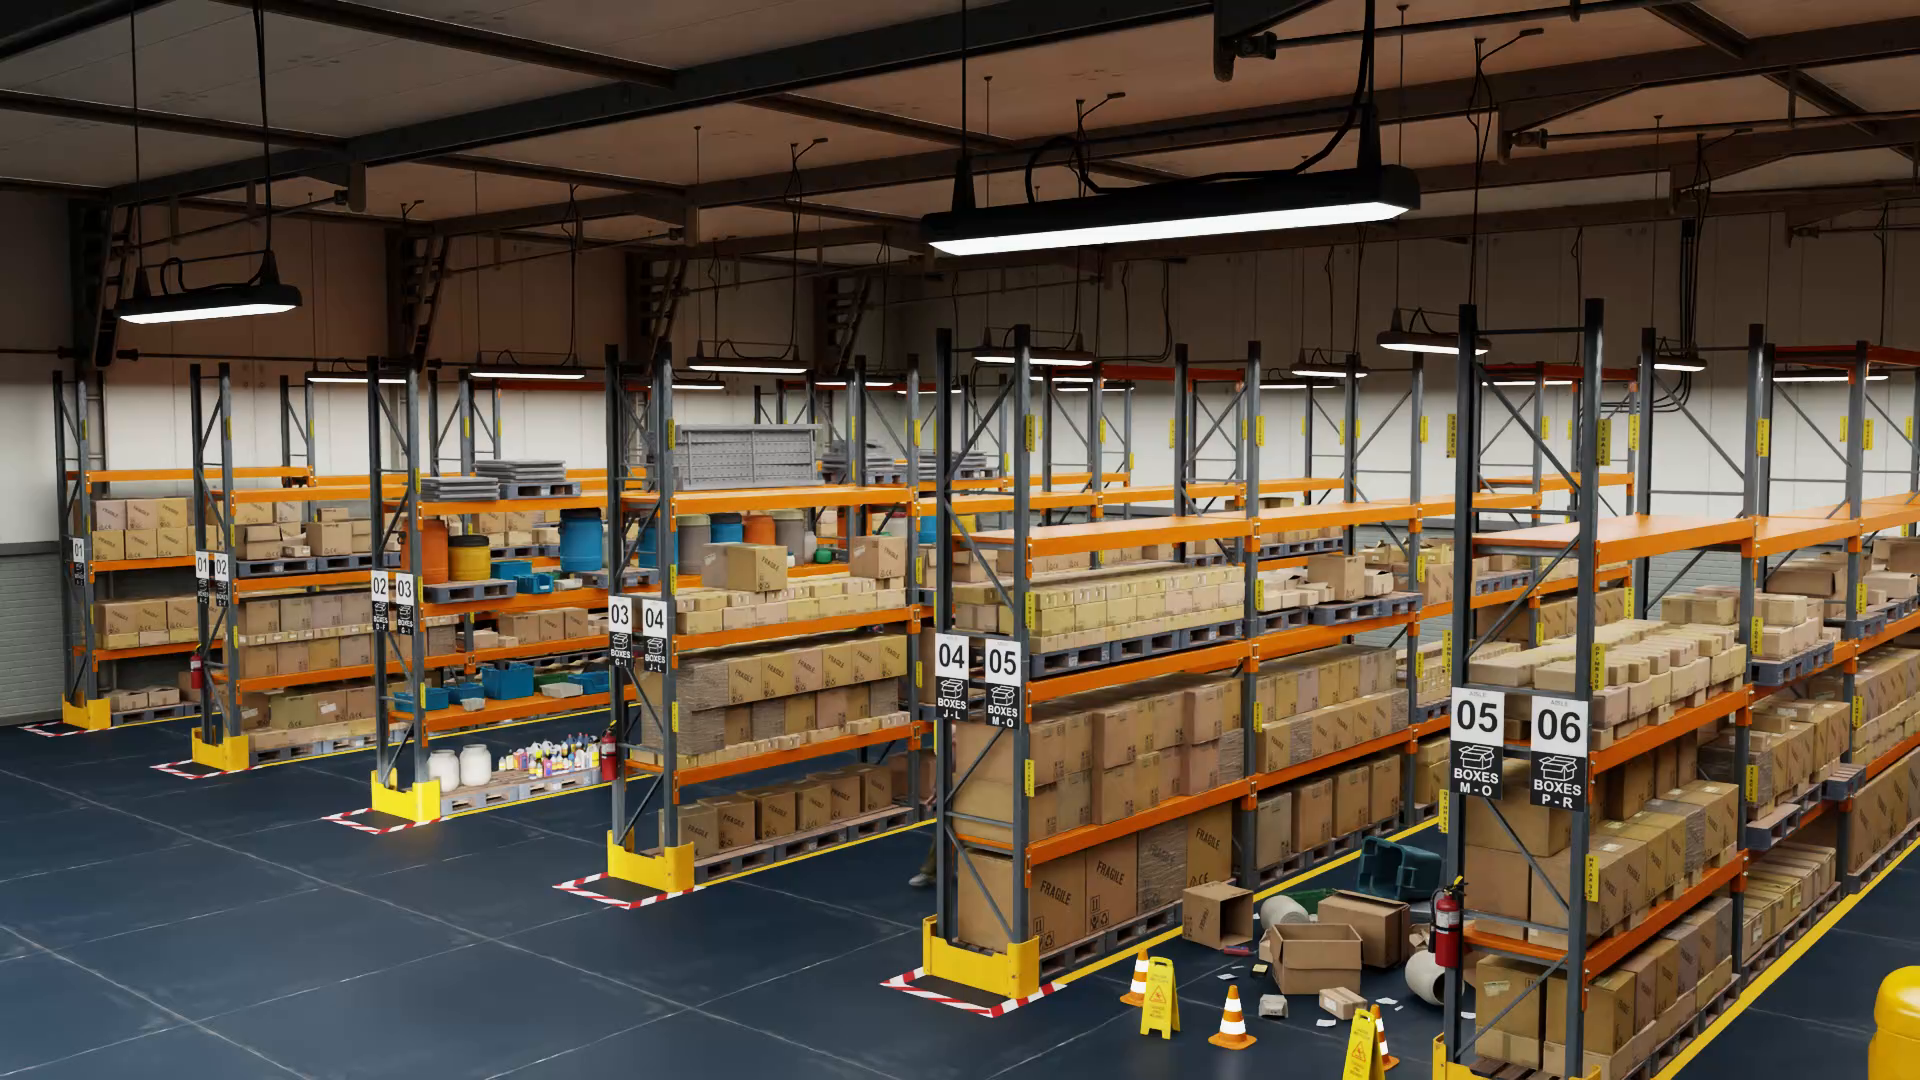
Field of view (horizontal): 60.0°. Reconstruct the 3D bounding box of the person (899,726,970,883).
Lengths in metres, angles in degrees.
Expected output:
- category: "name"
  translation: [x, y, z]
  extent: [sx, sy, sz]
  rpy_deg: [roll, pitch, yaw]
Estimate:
- category: "person"
  translation: [-0.157, 2.929, 18.567]
  extent: [1.085, 1.714, 0.605]
  rpy_deg: [0, 4, -7]
